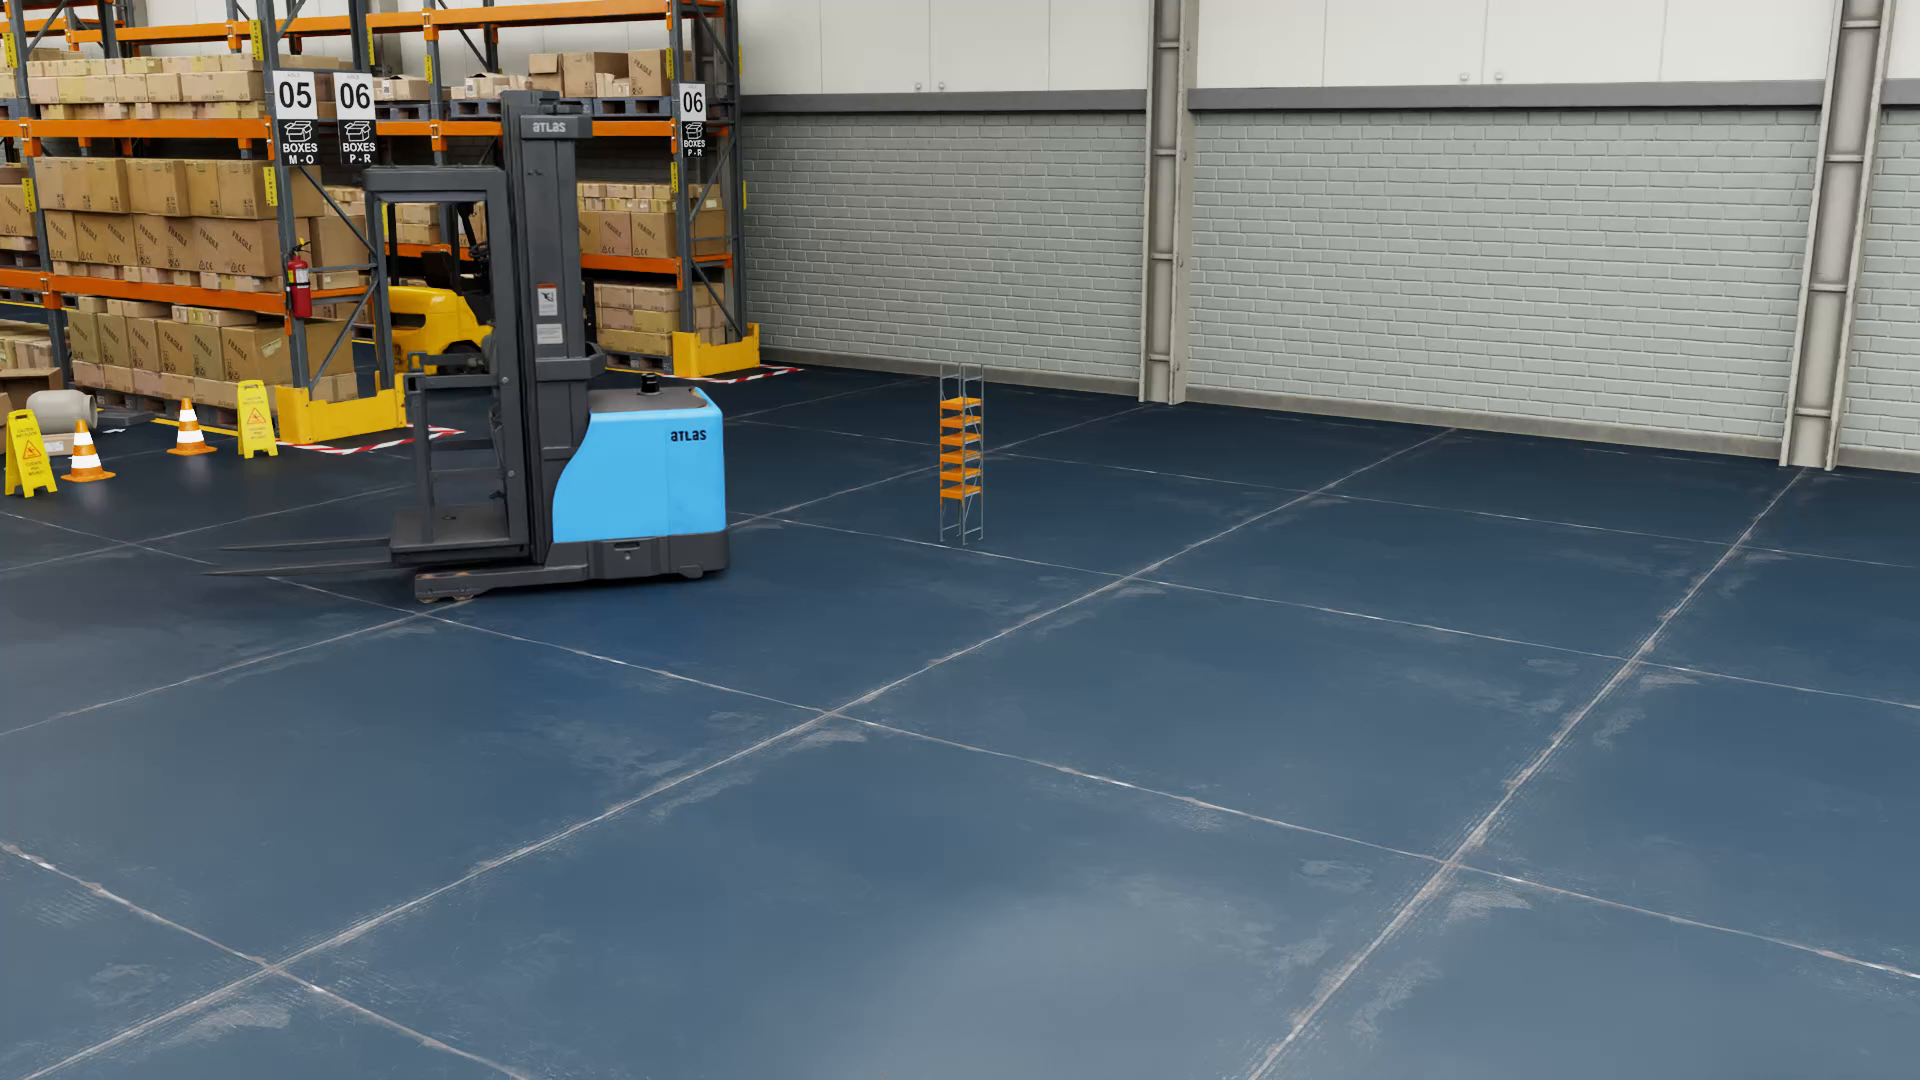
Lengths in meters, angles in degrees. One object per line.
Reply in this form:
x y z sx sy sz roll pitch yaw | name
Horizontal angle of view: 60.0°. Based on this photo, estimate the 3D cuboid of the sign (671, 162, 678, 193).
-3.137 -3.988 18.287 0.005 0.325 0.100 9 17 33 | sign

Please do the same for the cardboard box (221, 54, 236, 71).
-6.227 -4.177 14.574 0.250 0.149 0.380 10 17 34 | cardboard box

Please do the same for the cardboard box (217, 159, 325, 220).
-6.135 -3.130 14.817 0.500 0.500 0.700 9 16 31 | cardboard box

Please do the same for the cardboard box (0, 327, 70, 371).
-9.943 -2.057 17.986 0.625 0.372 0.950 10 17 36 | cardboard box

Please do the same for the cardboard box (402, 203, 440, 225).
-6.691 -4.138 21.069 0.500 0.250 0.500 9 16 32 | cardboard box

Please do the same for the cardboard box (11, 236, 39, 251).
-9.489 -3.059 17.087 0.250 0.149 0.380 9 17 34 | cardboard box

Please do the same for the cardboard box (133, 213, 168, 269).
-7.430 -2.845 15.747 0.500 0.500 0.500 9 17 33 | cardboard box

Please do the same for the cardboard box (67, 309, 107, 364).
-8.570 -2.063 16.704 0.500 0.500 0.500 10 17 35 | cardboard box

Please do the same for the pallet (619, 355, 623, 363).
-4.488 -2.321 20.262 1.213 0.211 1.003 9 17 33 | pallet

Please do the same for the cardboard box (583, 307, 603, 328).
-4.251 -2.666 19.659 0.500 0.250 0.500 9 16 32 | cardboard box

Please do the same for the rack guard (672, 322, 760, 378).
-2.802 -2.200 19.172 0.348 0.500 1.175 9 17 33 | rack guard

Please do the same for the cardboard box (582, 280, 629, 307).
-4.230 -2.904 19.580 0.500 0.250 0.500 9 17 34 | cardboard box

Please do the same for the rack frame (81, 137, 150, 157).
-12.779 -5.026 25.385 0.127 3.000 1.000 9 17 33 | rack frame

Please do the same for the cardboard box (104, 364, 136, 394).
-8.120 -1.630 16.514 0.500 0.250 0.500 10 17 36 | cardboard box

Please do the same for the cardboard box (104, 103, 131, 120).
-7.766 -4.016 15.586 0.250 0.149 0.380 9 16 32 | cardboard box

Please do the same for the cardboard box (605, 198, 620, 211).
-3.875 -3.882 19.204 0.250 0.149 0.380 9 17 32 | cardboard box

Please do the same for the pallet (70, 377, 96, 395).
-9.555 -1.714 17.807 1.213 0.211 1.003 9 17 33 | pallet

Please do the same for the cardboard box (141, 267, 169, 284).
-7.545 -2.533 15.838 0.250 0.149 0.380 9 17 33 | cardboard box

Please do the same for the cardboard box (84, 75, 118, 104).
-7.855 -4.240 15.661 0.500 0.250 0.500 9 17 33 | cardboard box

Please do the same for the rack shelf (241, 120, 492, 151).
-7.801 -5.329 21.861 4.000 0.370 1.077 9 17 33 | rack shelf

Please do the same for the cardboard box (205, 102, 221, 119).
-6.468 -3.822 14.802 0.250 0.149 0.380 10 17 34 | cardboard box

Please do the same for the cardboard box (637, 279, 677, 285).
-3.532 -2.940 19.725 0.500 0.250 0.500 9 17 33 | cardboard box

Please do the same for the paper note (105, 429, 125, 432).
-7.808 -1.016 15.362 0.148 0.019 0.142 3 14 14 | paper note

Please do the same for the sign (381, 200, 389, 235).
-5.287 -2.955 15.217 0.005 0.325 0.100 9 17 33 | sign

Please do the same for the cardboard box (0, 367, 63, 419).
-8.779 -1.336 15.675 0.500 0.500 0.500 -4 14 -16 | cardboard box

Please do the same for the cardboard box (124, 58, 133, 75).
-7.493 -4.385 15.416 0.250 0.149 0.380 10 17 34 | cardboard box

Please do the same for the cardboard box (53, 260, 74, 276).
-8.826 -2.735 16.653 0.250 0.149 0.380 9 17 33 | cardboard box

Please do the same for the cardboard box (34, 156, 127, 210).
-8.664 -3.539 16.470 0.500 0.500 0.700 9 17 32 | cardboard box

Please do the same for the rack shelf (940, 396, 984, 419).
0.012 -0.887 11.095 0.180 0.103 0.258 9 17 33 | rack shelf

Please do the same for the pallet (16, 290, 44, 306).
-14.365 -3.928 26.754 1.213 0.211 1.003 9 17 33 | pallet

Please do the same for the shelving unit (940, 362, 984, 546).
0.012 -0.580 11.171 0.189 1.200 0.258 9 17 33 | shelving unit

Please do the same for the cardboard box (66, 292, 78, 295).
-13.702 -3.967 25.922 0.258 0.266 0.396 10 17 35 | cardboard box

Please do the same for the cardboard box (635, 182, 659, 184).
-3.604 -4.123 19.559 0.250 0.149 0.380 9 17 33 | cardboard box

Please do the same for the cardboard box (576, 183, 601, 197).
-4.352 -4.082 19.394 0.250 0.149 0.380 10 17 34 | cardboard box

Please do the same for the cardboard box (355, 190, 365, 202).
-7.625 -4.484 21.636 0.250 0.149 0.380 9 17 33 | cardboard box

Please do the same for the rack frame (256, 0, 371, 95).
-5.589 -5.339 14.163 0.127 3.000 1.000 9 17 33 | rack frame

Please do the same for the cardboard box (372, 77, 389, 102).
-7.515 -5.770 21.251 0.500 0.311 0.500 9 16 31 | cardboard box

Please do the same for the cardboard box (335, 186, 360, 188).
-8.375 -4.771 22.797 0.250 0.149 0.380 9 16 32 | cardboard box

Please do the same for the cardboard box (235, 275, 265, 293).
-6.291 -2.324 14.993 0.250 0.149 0.380 9 16 32 | cardboard box

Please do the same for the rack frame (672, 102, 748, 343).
-2.822 -3.417 18.884 0.127 3.000 1.000 9 17 33 | rack frame

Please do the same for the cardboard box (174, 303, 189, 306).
-8.268 -2.171 17.137 0.500 0.500 0.500 9 16 32 | cardboard box

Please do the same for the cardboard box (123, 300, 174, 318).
-7.847 -2.246 16.090 0.250 0.149 0.380 10 17 36 | cardboard box

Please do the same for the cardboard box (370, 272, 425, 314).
-7.220 -3.178 21.987 0.625 0.625 0.875 9 17 32 | cardboard box

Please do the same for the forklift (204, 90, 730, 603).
-3.014 -1.191 10.037 3.031 2.935 1.130 -4 14 -16 | forklift

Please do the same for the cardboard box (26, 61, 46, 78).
-8.829 -4.577 16.192 0.250 0.149 0.380 9 16 32 | cardboard box

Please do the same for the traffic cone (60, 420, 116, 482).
-7.003 -0.729 13.305 0.334 0.463 0.336 9 17 33 | traffic cone

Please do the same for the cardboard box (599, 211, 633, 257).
-3.802 -3.551 19.216 0.500 0.500 0.500 10 17 35 | cardboard box

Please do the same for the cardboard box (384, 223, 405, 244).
-7.126 -3.962 21.400 0.500 0.250 0.500 9 17 32 | cardboard box

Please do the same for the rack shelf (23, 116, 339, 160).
-7.249 -3.802 15.694 4.000 0.370 1.077 9 17 33 | rack shelf

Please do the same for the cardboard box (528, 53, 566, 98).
-4.584 -5.430 19.476 0.637 0.503 0.797 10 17 35 | cardboard box
